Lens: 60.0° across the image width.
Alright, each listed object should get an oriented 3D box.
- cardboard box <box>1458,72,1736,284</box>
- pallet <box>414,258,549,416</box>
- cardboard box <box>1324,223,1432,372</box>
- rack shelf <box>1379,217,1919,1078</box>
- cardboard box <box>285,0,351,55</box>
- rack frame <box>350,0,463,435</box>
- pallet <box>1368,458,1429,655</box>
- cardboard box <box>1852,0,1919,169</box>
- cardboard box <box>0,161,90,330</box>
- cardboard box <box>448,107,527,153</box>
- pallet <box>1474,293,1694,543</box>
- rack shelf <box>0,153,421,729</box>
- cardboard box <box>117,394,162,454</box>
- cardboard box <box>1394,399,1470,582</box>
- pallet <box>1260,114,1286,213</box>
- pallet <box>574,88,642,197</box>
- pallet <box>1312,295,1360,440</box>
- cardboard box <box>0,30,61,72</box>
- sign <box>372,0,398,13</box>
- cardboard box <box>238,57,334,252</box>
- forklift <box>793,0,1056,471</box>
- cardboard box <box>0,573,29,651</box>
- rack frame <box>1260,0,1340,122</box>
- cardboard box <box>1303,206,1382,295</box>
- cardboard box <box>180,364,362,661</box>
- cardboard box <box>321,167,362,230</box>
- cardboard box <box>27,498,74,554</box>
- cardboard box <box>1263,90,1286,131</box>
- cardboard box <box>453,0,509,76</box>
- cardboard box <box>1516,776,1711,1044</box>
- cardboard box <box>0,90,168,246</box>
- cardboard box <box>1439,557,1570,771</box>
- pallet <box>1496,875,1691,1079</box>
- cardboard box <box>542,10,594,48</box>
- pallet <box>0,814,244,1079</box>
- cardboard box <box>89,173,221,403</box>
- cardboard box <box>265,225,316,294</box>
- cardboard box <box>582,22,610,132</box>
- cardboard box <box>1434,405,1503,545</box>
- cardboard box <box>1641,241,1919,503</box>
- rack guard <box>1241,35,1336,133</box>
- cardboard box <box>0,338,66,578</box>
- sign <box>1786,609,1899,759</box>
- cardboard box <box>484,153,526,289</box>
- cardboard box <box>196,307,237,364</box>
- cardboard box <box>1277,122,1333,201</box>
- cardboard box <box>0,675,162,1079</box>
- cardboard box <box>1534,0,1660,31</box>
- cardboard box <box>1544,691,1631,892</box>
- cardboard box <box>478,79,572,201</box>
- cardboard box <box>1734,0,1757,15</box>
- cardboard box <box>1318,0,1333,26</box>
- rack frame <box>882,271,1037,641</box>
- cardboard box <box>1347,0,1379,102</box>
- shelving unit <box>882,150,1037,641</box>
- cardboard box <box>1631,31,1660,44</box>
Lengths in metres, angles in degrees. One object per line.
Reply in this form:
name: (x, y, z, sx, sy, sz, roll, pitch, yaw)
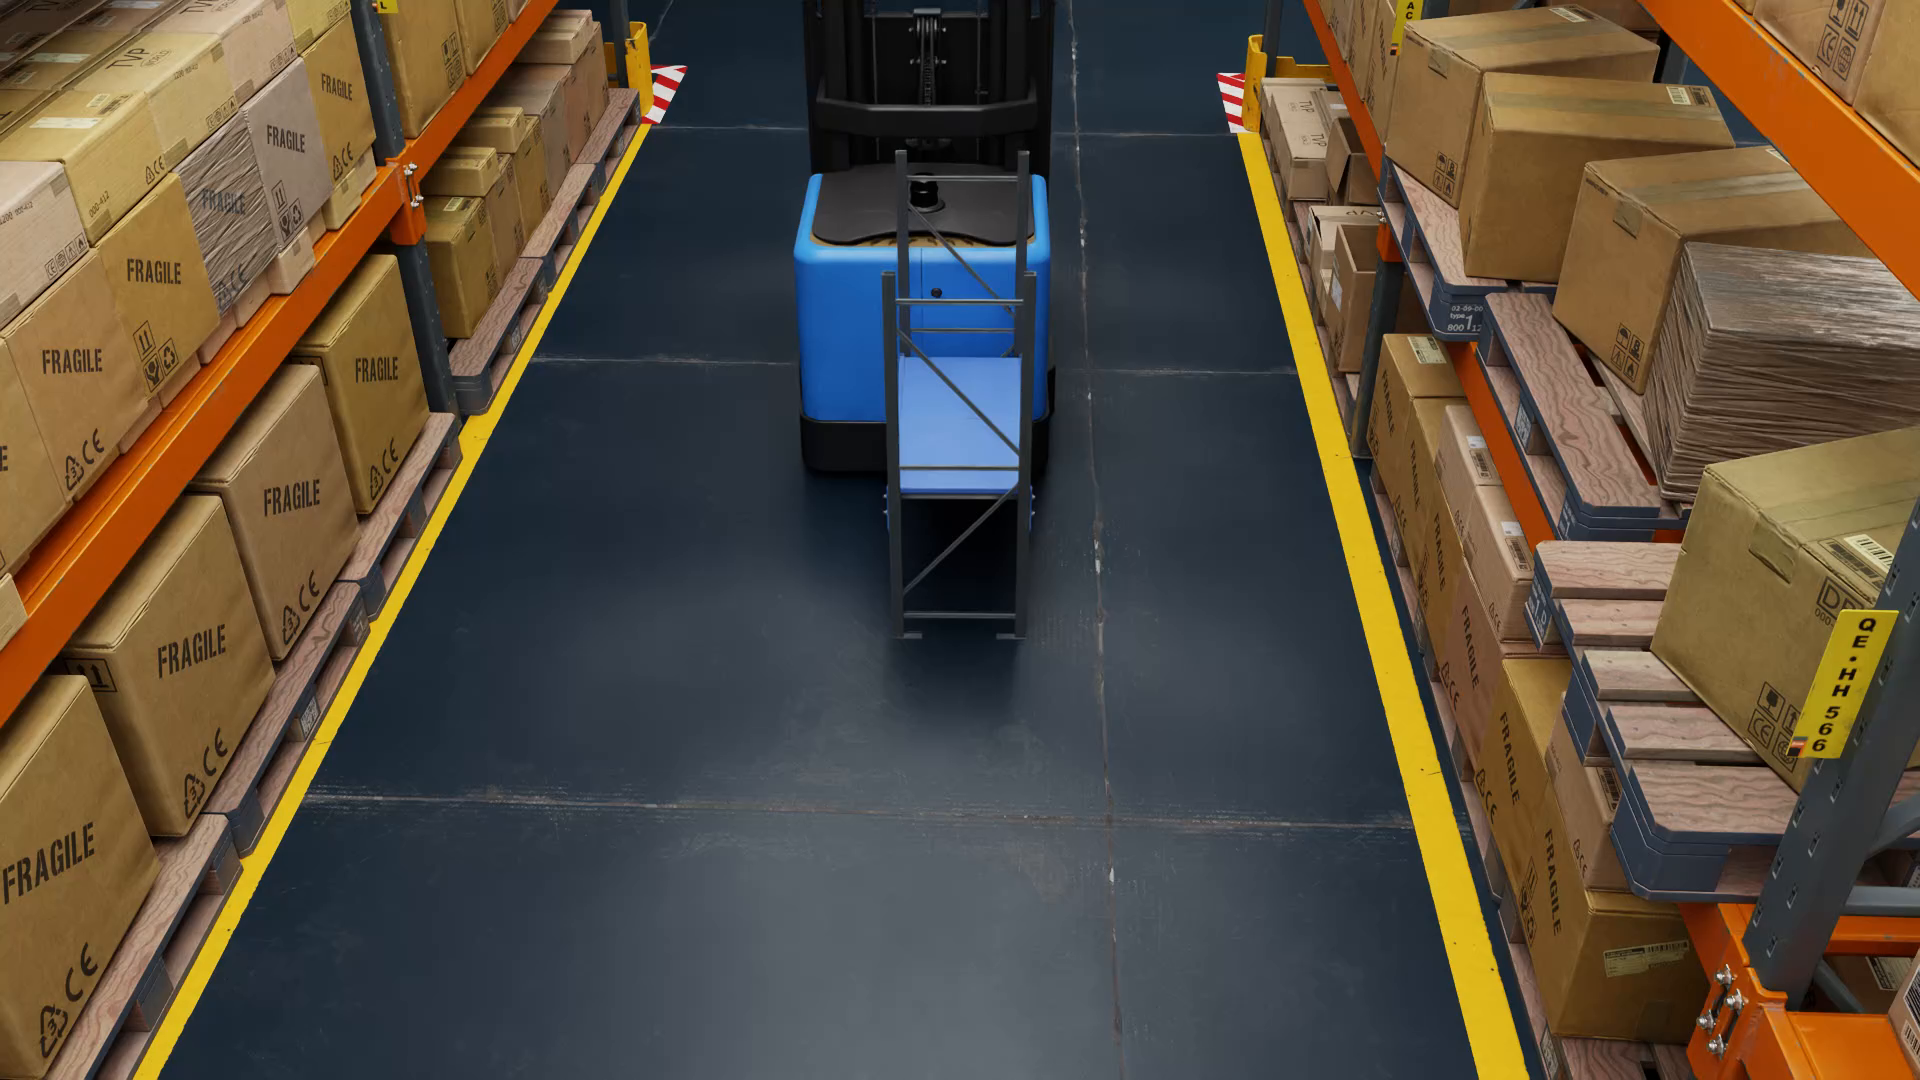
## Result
cardboard box: (2.007, -1.148, 5.323, 0.700, 0.500, 0.500, 7, 36, 9)
pallet: (-2.628, -1.006, 7.997, 1.003, 0.211, 1.213, 1, 35, 2)
cardboard box: (1.953, -1.090, 7.484, 0.500, 0.500, 0.500, 1, 35, 2)
rack shelf: (2.133, -0.156, 4.988, 1.077, 0.370, 4.000, 1, 35, 2)
cardboard box: (-2.499, -1.915, 5.850, 0.500, 0.250, 0.500, 2, 35, 3)
rack frame: (-2.736, -1.711, 6.576, 1.000, 3.000, 0.127, 1, 35, 2)
pallet: (2.219, 0.010, 6.552, 1.003, 0.211, 1.213, 1, 35, 2)
cardboard box: (2.037, -0.821, 2.613, 0.910, 0.500, 0.500, 1, 35, 2)
cardboard box: (-2.584, -0.742, 4.182, 0.500, 0.250, 0.500, 2, 35, 2)
cardboard box: (-2.387, -2.046, 8.296, 0.380, 0.149, 0.250, 0, 35, 1)
pallet: (2.126, -0.340, 4.792, 1.003, 0.211, 1.213, 1, 35, 2)
rack shelf: (-2.817, -0.268, 5.148, 1.077, 0.370, 4.000, 1, 35, 2)
cardboard box: (-2.602, -0.384, 4.889, 0.380, 0.149, 0.250, 2, 35, 2)
cardboard box: (1.940, -0.177, 6.185, 0.500, 0.500, 0.500, 2, 35, 3)
pallet: (2.340, -2.255, 9.775, 1.003, 0.211, 1.213, 1, 35, 2)
pallet: (-2.530, -2.407, 9.992, 1.003, 0.211, 1.213, 1, 35, 2)
pallet: (2.242, -0.853, 7.780, 1.003, 0.211, 1.213, 1, 35, 2)
cardboard box: (-3.044, -1.342, 5.035, 0.500, 0.250, 0.500, 0, 35, 0)
sign: (-2.194, -2.146, 6.256, 0.100, 0.325, 0.005, 1, 35, 2)
cardboard box: (-2.514, -1.318, 5.653, 0.500, 0.500, 0.500, 2, 35, 2)
forklift: (-0.131, -2.300, 7.473, 1.130, 2.935, 3.031, 0, 35, 1)
cardboard box: (-2.538, 0.202, 4.055, 0.380, 0.149, 0.250, 2, 35, 3)
rack frame: (2.374, -3.897, 9.687, 1.000, 3.000, 0.127, 1, 35, 2)
cardboard box: (1.983, -1.444, 8.151, 0.500, 0.311, 0.500, 1, 35, 2)
cardboard box: (-2.665, -0.116, 5.811, 0.750, 0.750, 0.750, 2, 35, 3)
cardboard box: (-2.453, -1.270, 6.150, 0.380, 0.149, 0.250, 2, 35, 3)
cardboard box: (-2.650, -0.094, 4.477, 0.380, 0.149, 0.250, 2, 35, 3)
cardboard box: (2.004, -2.542, 9.839, 0.380, 0.166, 0.250, 1, 35, 2)
cardboard box: (-2.663, -2.565, 7.530, 0.980, 0.700, 0.700, 0, 35, 1)
cardboard box: (1.856, 0.999, 4.511, 0.500, 0.500, 0.500, 3, 35, 4)
cardboard box: (-2.570, -1.035, 4.599, 0.500, 0.250, 0.500, 1, 35, 1)
cardboard box: (1.892, 0.400, 5.363, 0.500, 0.500, 0.500, 0, 35, 0)
pallet: (2.121, 1.412, 4.558, 1.003, 0.211, 1.213, 1, 35, 2)
cardboard box: (-2.327, -2.942, 9.571, 0.380, 0.149, 0.250, 1, 35, 1)
pallet: (-2.790, 1.276, 4.750, 1.003, 0.211, 1.213, 1, 35, 2)
cardboard box: (-2.557, -0.742, 4.834, 0.500, 0.500, 0.500, 2, 35, 3)
cardboard box: (-2.461, -0.970, 5.722, 0.380, 0.149, 0.250, 1, 35, 2)
cardboard box: (-2.504, -2.754, 9.869, 0.700, 0.500, 0.500, 1, 35, 2)
cardboard box: (1.910, -0.216, 5.588, 0.500, 0.250, 0.500, 1, 35, 2)
cardboard box: (2.193, -0.399, 4.257, 0.700, 0.500, 0.500, 8, 36, 11)
rack guard: (2.371, -2.831, 10.343, 1.175, 0.500, 0.348, 1, 35, 2)
cardboard box: (-2.591, -0.158, 4.003, 0.500, 0.500, 0.500, 2, 35, 3)
sign: (1.510, 0.251, 2.847, 0.100, 0.325, 0.005, 1, 35, 2)
cardboard box: (-2.580, -1.576, 8.193, 0.700, 0.500, 0.500, 1, 35, 1)
cardboard box: (-2.562, -0.687, 5.320, 0.380, 0.149, 0.250, 0, 35, 1)
cardboard box: (2.029, -2.072, 9.098, 0.500, 0.250, 0.500, 1, 35, 2)
cardboard box: (-2.736, 0.875, 4.401, 0.750, 0.750, 0.750, 1, 35, 1)
cardboard box: (2.514, -2.313, 6.476, 0.500, 0.500, 0.500, 2, 35, 3)
cardboard box: (1.854, 0.660, 4.342, 0.500, 0.250, 0.500, 3, 35, 4)
cardboard box: (-2.543, -2.178, 9.049, 0.700, 0.500, 0.500, 0, 35, 0)
cardboard box: (2.078, -1.412, 3.455, 0.910, 0.500, 0.500, 1, 35, 2)
cardboard box: (2.033, -2.817, 8.063, 0.500, 0.500, 0.500, 2, 35, 3)
rack frame: (-0.003, -0.248, 5.798, 0.500, 1.500, 0.032, 0, 35, 1)
cardboard box: (1.997, -2.229, 7.226, 0.500, 0.500, 0.500, 2, 35, 3)
shelving unit: (0.003, -0.540, 6.214, 0.538, 1.500, 1.048, 0, 35, 1)
cardboard box: (2.506, -1.927, 6.796, 0.500, 0.500, 0.500, 2, 35, 3)
